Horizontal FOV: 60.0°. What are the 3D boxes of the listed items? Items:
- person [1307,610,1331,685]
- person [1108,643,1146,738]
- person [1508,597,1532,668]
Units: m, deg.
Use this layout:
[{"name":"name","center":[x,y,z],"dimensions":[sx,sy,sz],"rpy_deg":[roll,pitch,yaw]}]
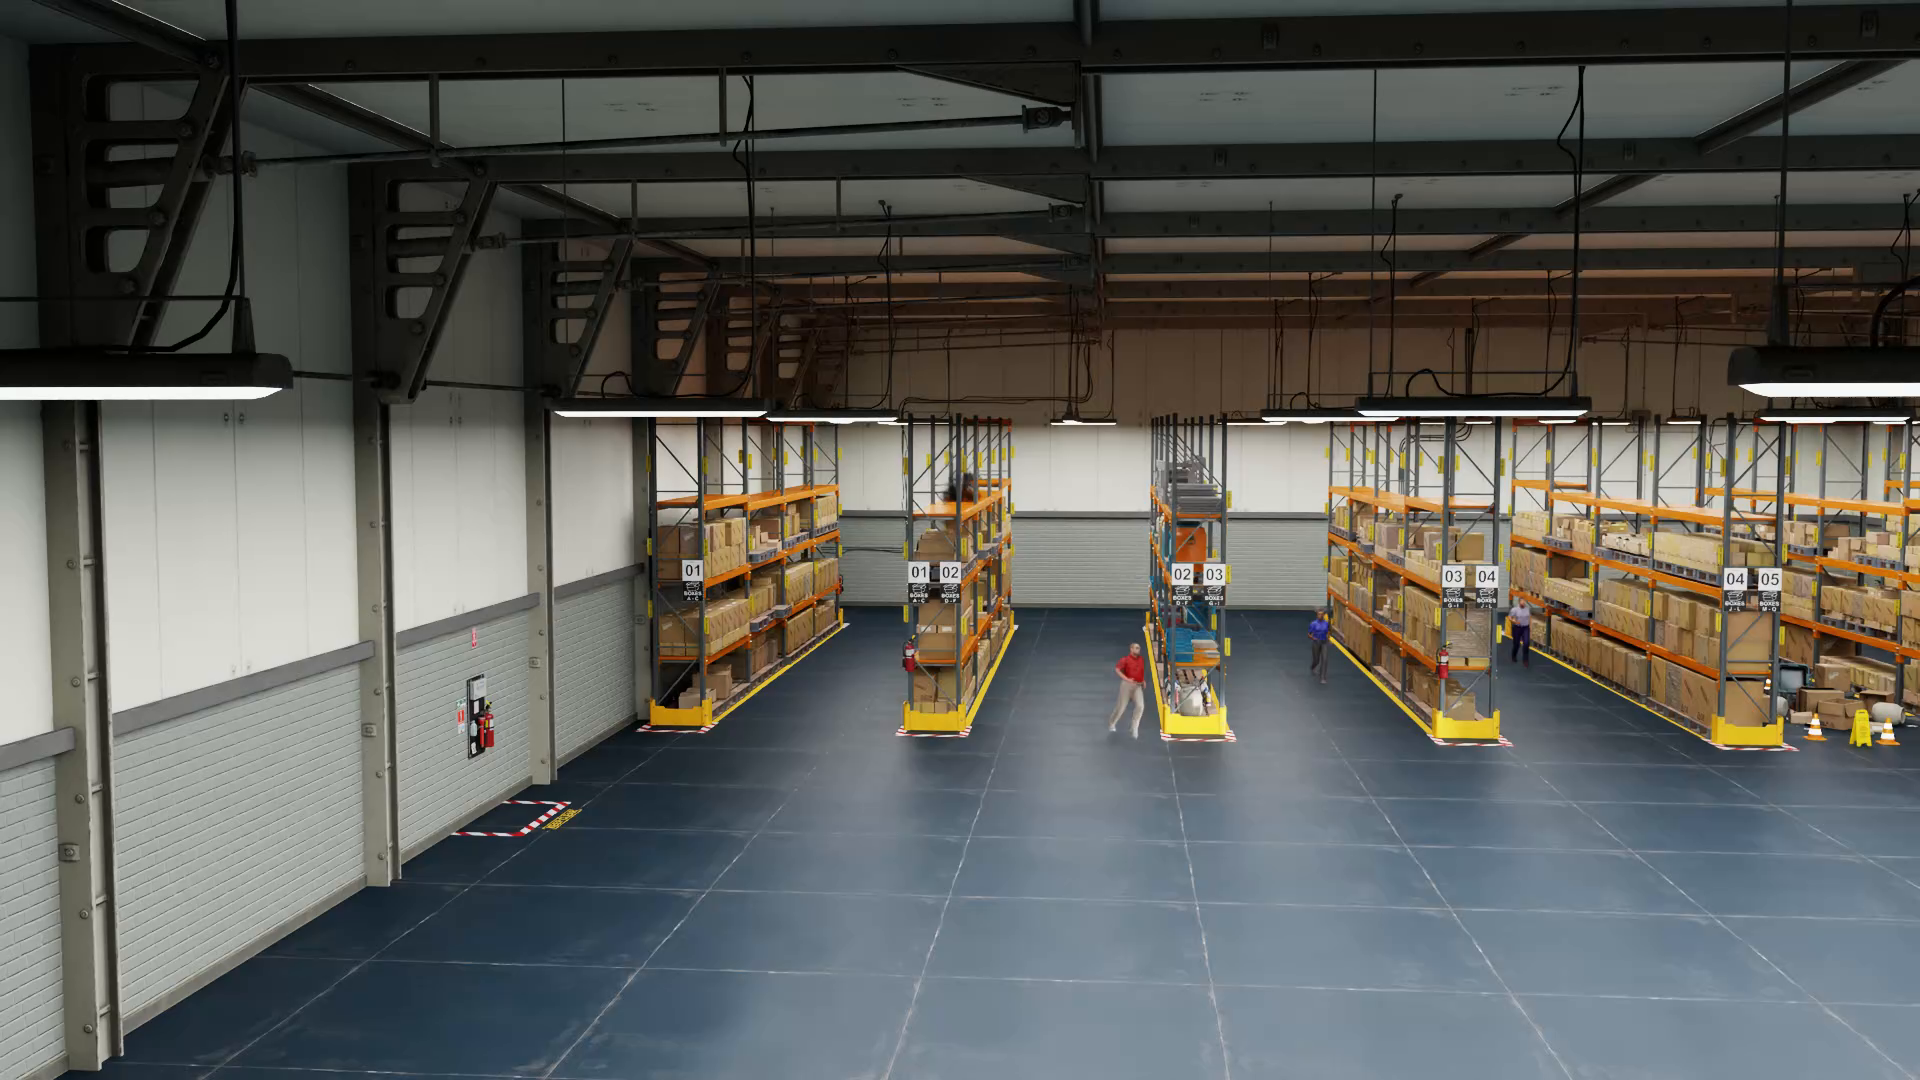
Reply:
[{"name":"person","center":[8.103,2.388,37.442],"dimensions":[0.579,1.649,0.851],"rpy_deg":[0,4,-4]},{"name":"person","center":[3.201,2.799,31.060],"dimensions":[0.741,1.764,0.766],"rpy_deg":[-2,4,-25]},{"name":"person","center":[13.533,2.203,40.162],"dimensions":[0.603,1.649,0.877],"rpy_deg":[0,4,5]}]
